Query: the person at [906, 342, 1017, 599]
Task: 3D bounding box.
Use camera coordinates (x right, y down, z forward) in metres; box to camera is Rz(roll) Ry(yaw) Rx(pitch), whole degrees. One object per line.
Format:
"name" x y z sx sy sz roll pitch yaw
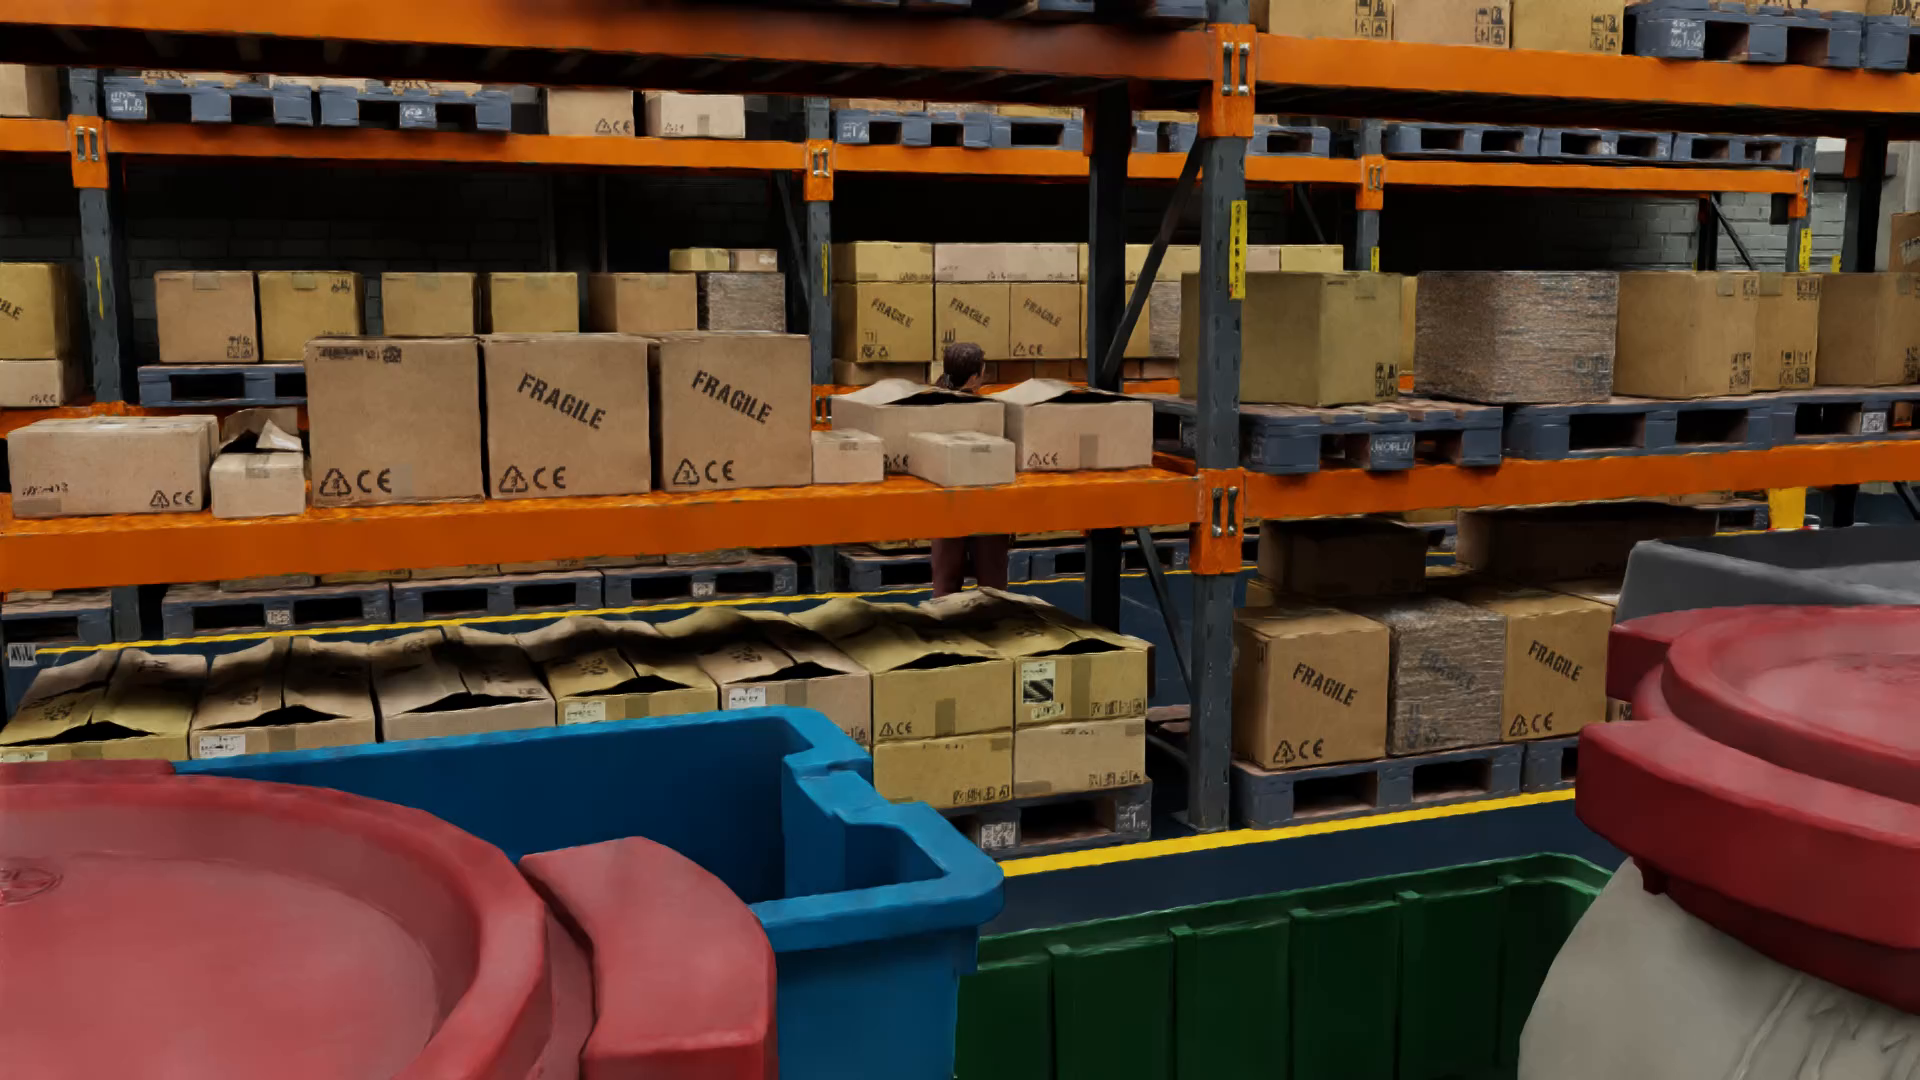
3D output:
"person" 0.014 -0.096 7.841 0.532 1.675 0.492 1 9 7
